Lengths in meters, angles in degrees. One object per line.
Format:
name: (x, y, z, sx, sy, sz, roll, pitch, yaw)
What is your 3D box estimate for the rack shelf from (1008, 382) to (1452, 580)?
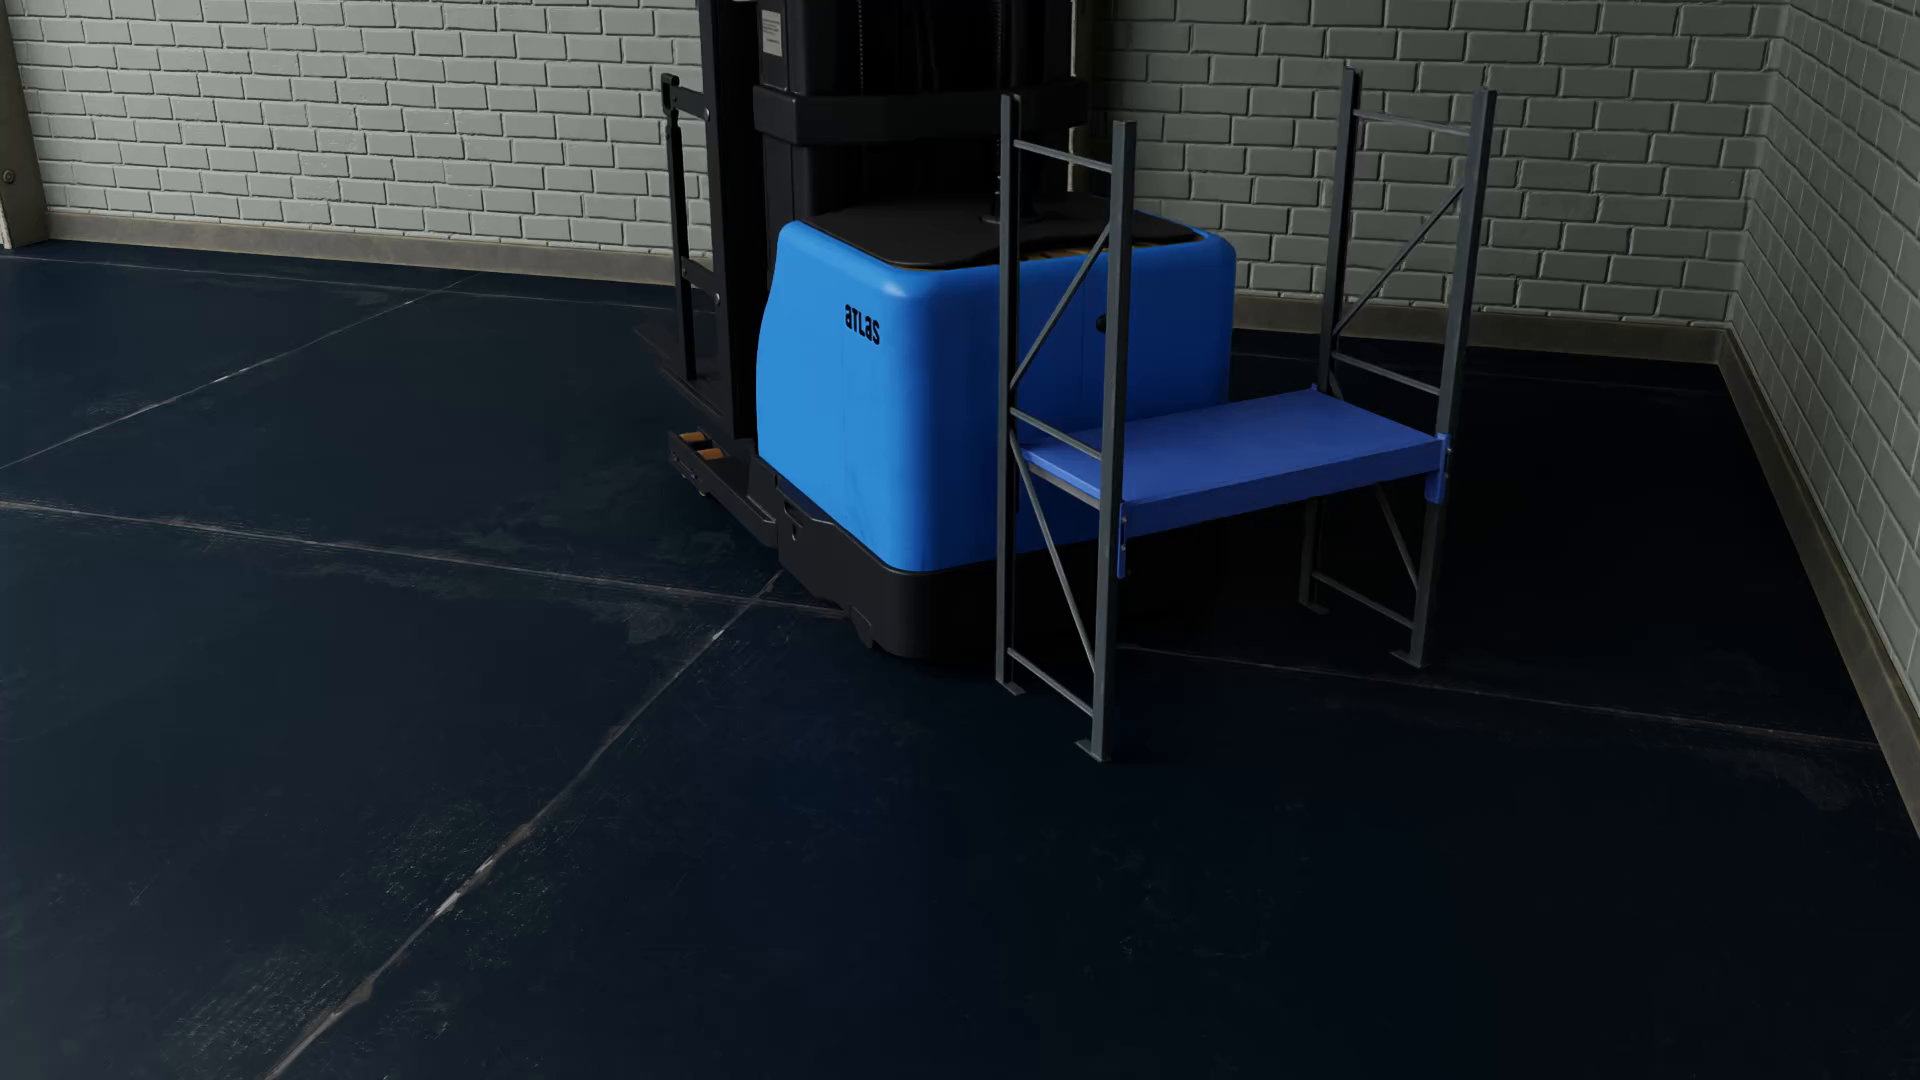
rack shelf: (0.672, -0.173, 4.188, 1.000, 0.185, 0.538, -12, 25, -27)

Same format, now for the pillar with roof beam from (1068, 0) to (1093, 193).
pillar with roof beam: (-0.889, -3.630, 2.263, 0.400, 9.000, 9.100, 7, 23, 16)

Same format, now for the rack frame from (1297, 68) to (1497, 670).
rack frame: (1.116, -0.433, 4.349, 0.032, 1.500, 0.500, -12, 25, -27)

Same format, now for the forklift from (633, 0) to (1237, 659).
forklift: (-0.362, -1.569, 5.232, 1.130, 2.935, 3.031, -11, 25, -24)

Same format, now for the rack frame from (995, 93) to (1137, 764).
rack frame: (0.228, -0.245, 3.890, 0.032, 1.500, 0.500, -12, 25, -27)

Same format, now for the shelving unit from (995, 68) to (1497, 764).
shelving unit: (0.672, -0.339, 4.120, 1.048, 1.500, 0.538, -12, 25, -27)

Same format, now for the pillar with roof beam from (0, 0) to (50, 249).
pillar with roof beam: (-6.634, -4.288, 3.866, 0.400, 9.000, 9.100, 7, 23, 16)
